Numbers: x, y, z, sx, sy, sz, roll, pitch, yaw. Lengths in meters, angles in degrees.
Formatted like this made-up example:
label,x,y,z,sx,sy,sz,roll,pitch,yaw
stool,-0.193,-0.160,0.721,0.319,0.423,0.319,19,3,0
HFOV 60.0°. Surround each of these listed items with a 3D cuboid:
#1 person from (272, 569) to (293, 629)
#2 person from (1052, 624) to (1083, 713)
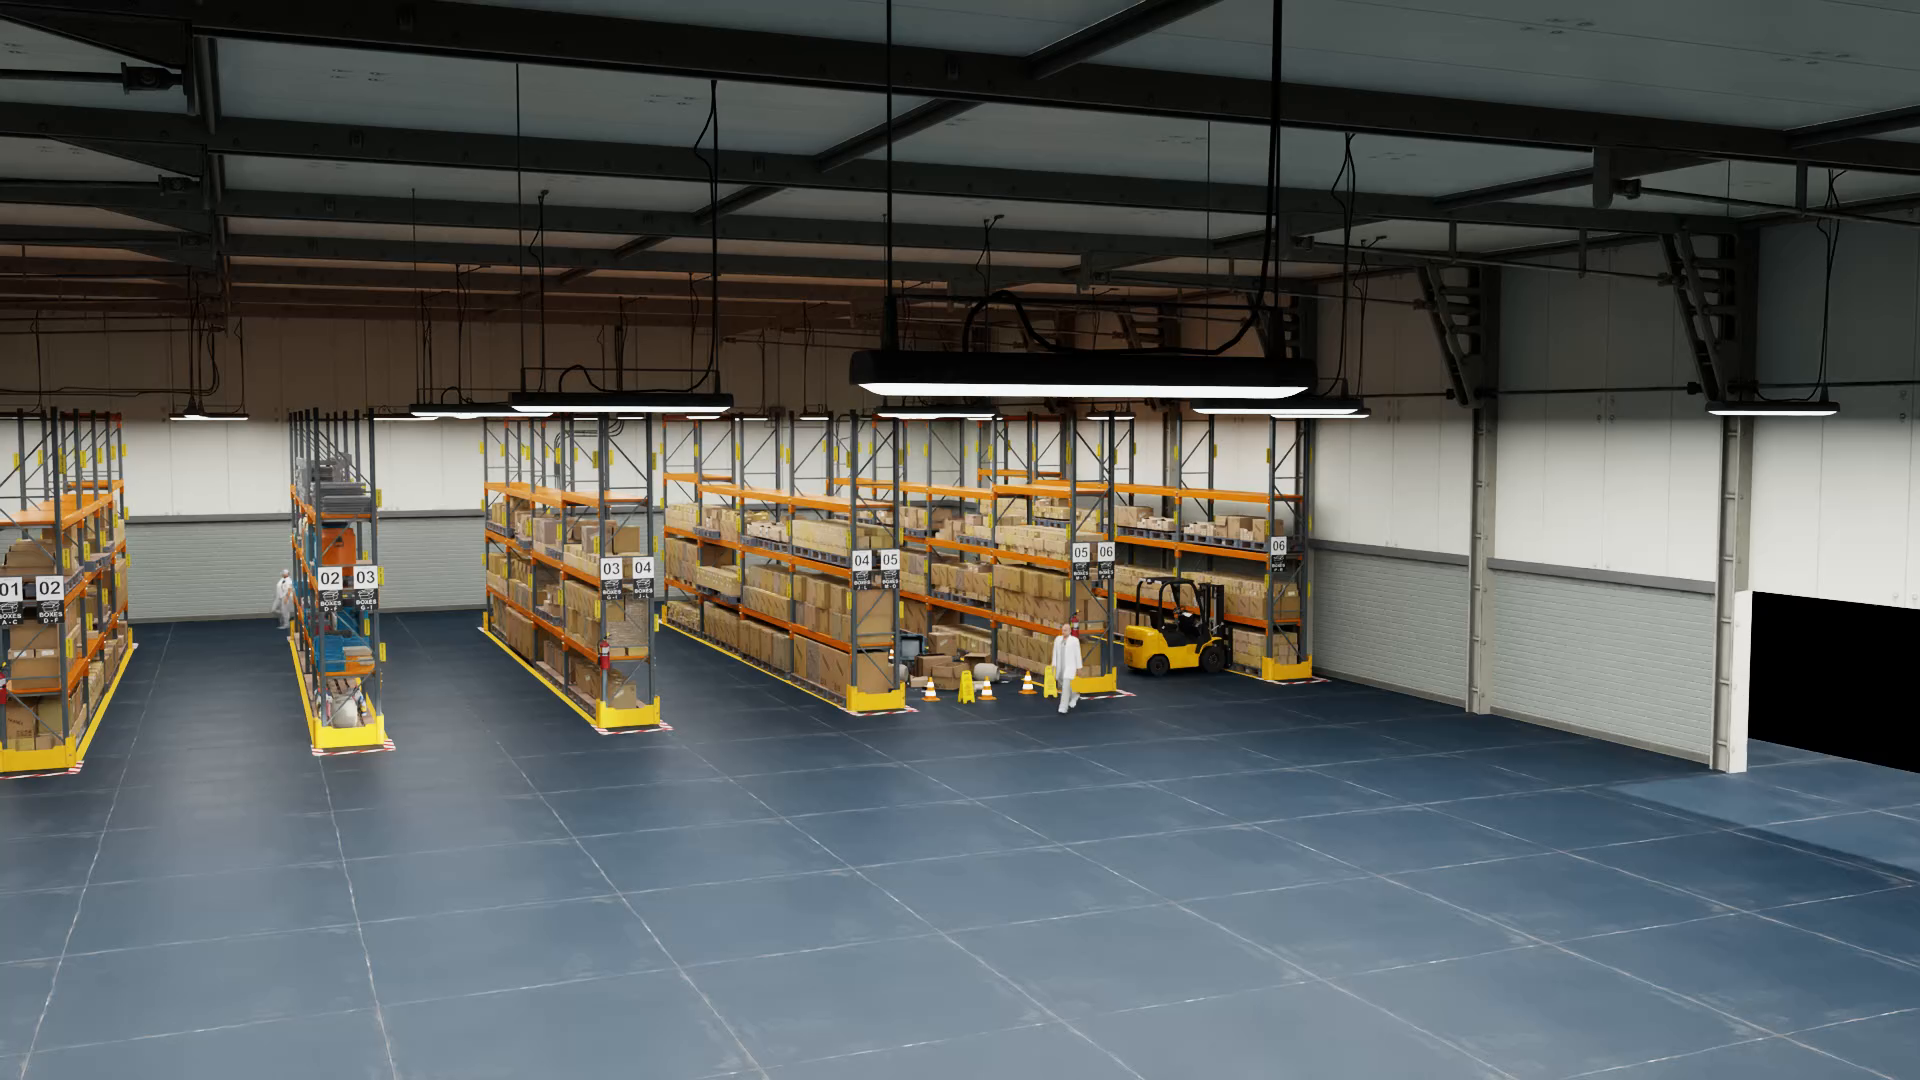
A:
label,x,y,z,sx,sy,sz,roll,pitch,yaw
person,-18.888,1.655,46.378,0.498,1.688,0.478,3,5,32
person,2.153,2.530,33.091,0.659,1.757,0.935,3,5,39
